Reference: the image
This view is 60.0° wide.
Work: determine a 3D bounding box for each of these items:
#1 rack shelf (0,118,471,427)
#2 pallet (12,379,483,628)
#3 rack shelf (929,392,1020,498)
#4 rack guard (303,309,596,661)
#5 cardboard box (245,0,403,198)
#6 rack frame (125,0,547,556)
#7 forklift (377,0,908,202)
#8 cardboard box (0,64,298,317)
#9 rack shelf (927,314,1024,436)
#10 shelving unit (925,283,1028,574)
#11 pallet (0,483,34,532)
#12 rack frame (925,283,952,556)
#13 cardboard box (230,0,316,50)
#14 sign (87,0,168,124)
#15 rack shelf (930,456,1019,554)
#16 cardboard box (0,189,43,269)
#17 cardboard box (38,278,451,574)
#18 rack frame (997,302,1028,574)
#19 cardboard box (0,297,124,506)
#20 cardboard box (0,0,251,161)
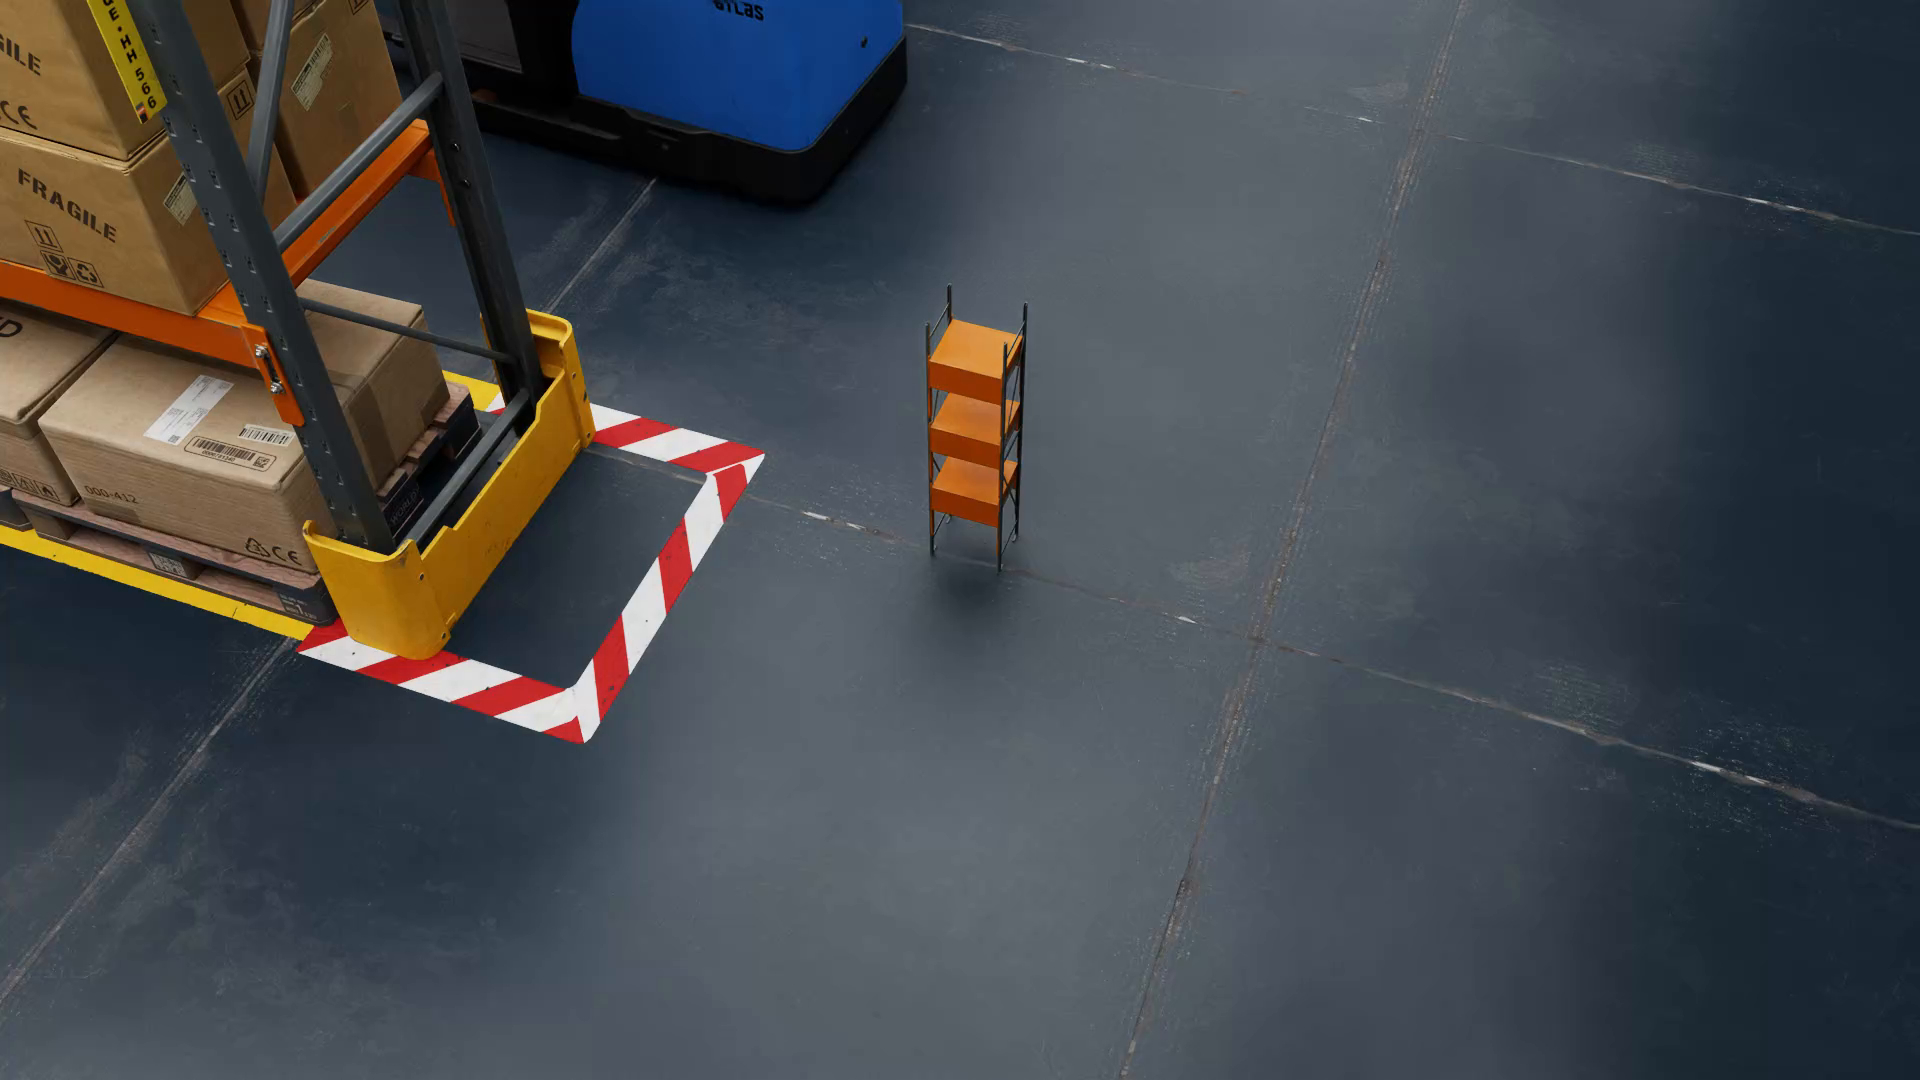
[{"bbox_3d":[-3.577,-1.329,5.393,4.000,0.370,1.077,16,51,13],"label":"rack shelf"},{"bbox_3d":[-2.478,-0.282,5.854,1.213,0.211,1.003,16,51,13],"label":"pallet"},{"bbox_3d":[0.050,-0.323,5.349,0.240,0.259,0.215,16,51,13],"label":"rack shelf"},{"bbox_3d":[-1.679,-0.216,5.606,0.348,0.500,1.175,16,51,13],"label":"rack guard"},{"bbox_3d":[-2.052,-1.403,4.915,0.500,0.500,0.500,15,51,13],"label":"cardboard box"},{"bbox_3d":[-1.701,-1.041,4.667,0.127,3.000,1.000,16,51,13],"label":"rack frame"},{"bbox_3d":[-1.797,-3.115,6.510,3.031,2.935,1.130,19,52,15],"label":"forklift"},{"bbox_3d":[-2.245,-1.012,4.576,0.500,0.500,0.500,16,51,13],"label":"cardboard box"},{"bbox_3d":[0.050,-0.509,5.135,0.240,0.259,0.215,16,51,13],"label":"rack shelf"},{"bbox_3d":[0.050,-0.330,5.341,0.252,1.050,0.215,16,51,13],"label":"shelving unit"},{"bbox_3d":[-3.619,-0.602,6.132,1.213,0.211,1.003,16,51,13],"label":"pallet"},{"bbox_3d":[-0.064,-0.362,5.369,0.008,1.050,0.200,16,51,13],"label":"rack frame"},{"bbox_3d":[-2.053,-1.729,4.536,0.500,0.500,0.500,15,51,12],"label":"cardboard box"},{"bbox_3d":[-1.902,-1.117,3.810,0.005,0.325,0.100,16,51,13],"label":"sign"},{"bbox_3d":[0.050,-0.141,5.559,0.240,0.259,0.215,16,51,13],"label":"rack shelf"},{"bbox_3d":[-2.711,-1.155,4.700,0.500,0.500,0.500,15,51,12],"label":"cardboard box"},{"bbox_3d":[-2.355,-0.441,5.565,0.875,0.438,0.875,14,51,12],"label":"cardboard box"},{"bbox_3d":[0.165,-0.298,5.313,0.008,1.050,0.200,16,51,13],"label":"rack frame"},{"bbox_3d":[-3.216,-0.675,5.768,0.875,0.438,0.875,17,51,14],"label":"cardboard box"},{"bbox_3d":[-2.236,-1.359,4.215,0.500,0.500,0.500,17,51,14],"label":"cardboard box"}]
